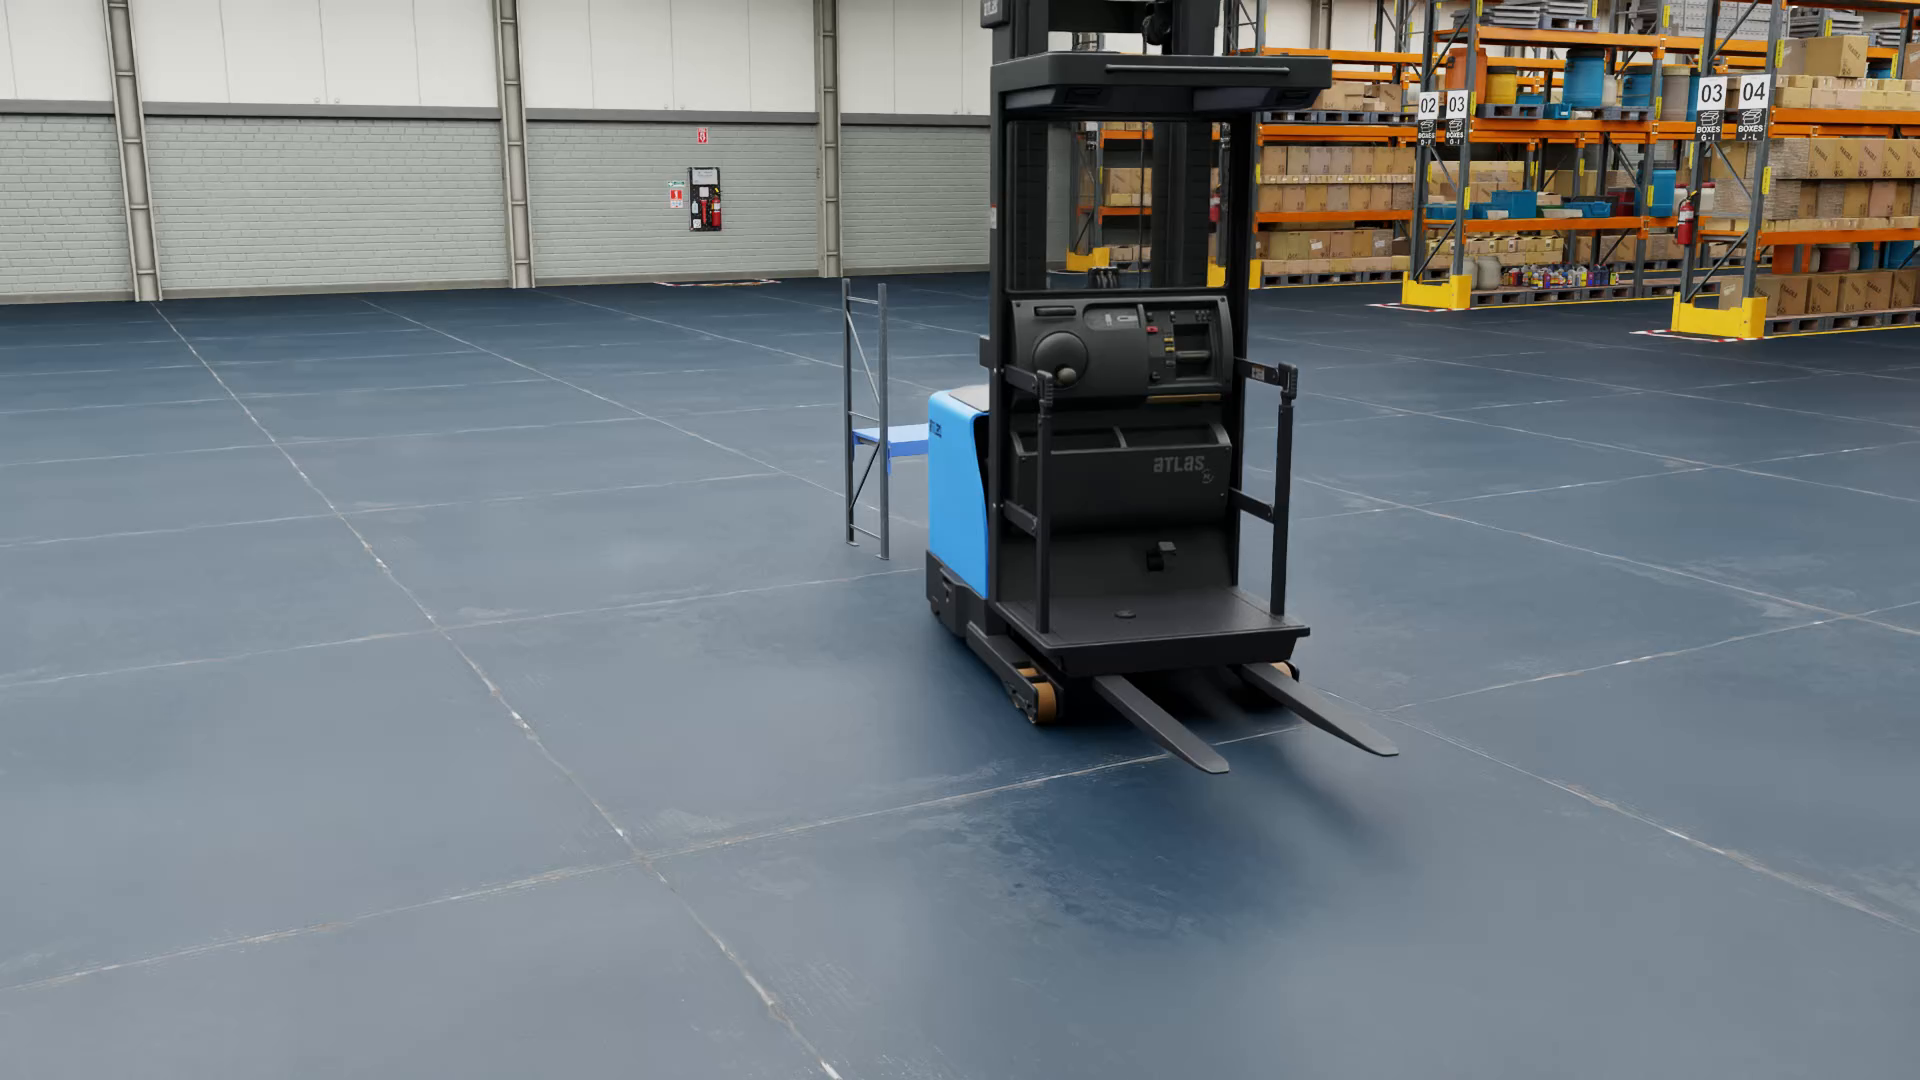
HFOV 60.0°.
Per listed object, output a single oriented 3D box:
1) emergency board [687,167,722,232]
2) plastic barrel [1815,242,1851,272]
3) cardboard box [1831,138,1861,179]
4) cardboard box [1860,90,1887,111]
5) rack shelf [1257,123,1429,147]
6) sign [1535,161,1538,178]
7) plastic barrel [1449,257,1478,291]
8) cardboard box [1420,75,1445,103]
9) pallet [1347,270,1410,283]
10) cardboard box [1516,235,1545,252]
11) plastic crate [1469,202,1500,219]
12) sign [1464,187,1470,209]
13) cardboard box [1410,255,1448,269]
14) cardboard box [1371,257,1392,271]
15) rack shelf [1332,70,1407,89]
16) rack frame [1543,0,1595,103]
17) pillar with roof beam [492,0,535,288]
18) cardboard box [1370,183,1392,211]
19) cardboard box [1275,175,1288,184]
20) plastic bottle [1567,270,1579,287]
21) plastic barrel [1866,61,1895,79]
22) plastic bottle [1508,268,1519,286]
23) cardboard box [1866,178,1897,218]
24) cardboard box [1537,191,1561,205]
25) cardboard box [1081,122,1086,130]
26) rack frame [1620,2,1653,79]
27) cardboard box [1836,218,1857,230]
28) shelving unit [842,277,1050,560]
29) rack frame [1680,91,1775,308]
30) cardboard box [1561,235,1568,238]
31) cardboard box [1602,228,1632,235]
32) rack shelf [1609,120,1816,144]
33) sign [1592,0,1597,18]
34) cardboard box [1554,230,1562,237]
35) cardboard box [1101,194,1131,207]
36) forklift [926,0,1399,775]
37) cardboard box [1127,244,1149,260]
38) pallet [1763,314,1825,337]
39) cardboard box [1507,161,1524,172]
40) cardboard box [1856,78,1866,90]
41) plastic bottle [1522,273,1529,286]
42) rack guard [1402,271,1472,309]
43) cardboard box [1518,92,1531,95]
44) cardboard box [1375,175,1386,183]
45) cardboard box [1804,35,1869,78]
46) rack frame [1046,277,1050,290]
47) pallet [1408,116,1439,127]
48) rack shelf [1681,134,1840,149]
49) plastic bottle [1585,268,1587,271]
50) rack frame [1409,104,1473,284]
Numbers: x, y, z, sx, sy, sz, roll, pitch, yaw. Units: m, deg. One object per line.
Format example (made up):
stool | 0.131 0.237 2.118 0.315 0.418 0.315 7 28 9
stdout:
emergency board | -4.705 -6.330 30.906 0.643 1.169 0.194 -7 14 -28
plastic barrel | 15.730 -5.108 30.011 0.708 0.588 0.600 -7 14 -28
cardboard box | 11.162 -4.901 21.373 0.500 0.500 0.500 -7 14 -28
cardboard box | 11.556 -5.664 21.454 0.500 0.250 0.500 -6 14 -26
rack shelf | 6.681 -7.342 30.210 4.000 0.370 1.077 -7 14 -28
sign | 11.679 -7.491 33.607 0.005 0.325 0.100 -7 14 -28
plastic barrel | 7.836 -4.140 25.882 0.421 0.512 0.421 0 13 0
cardboard box | 8.997 -8.459 31.208 0.500 0.500 0.500 -7 14 -27
pallet | 7.718 -5.004 31.365 1.213 0.211 1.003 -7 14 -28
cardboard box | 11.152 -5.840 32.755 0.500 0.311 0.500 -7 14 -29
plastic crate | 8.164 -5.170 26.087 0.408 0.251 0.499 -7 14 -28
sign | 7.555 -5.093 24.778 0.005 0.325 0.100 -7 14 -28
cardboard box | 8.909 -5.299 31.627 0.500 0.250 0.500 -7 15 -29
cardboard box | 7.690 -5.162 31.022 0.500 0.250 0.500 -7 14 -28
rack shelf | 7.815 -9.986 36.034 4.000 0.370 1.077 -7 14 -28
rack frame | 11.947 -9.788 32.606 0.127 3.000 1.000 -7 14 -28
pillar with roof beam | -5.722 -8.049 24.879 0.400 9.000 9.100 -7 14 -28
cardboard box | 7.590 -6.385 30.919 0.500 0.500 0.700 -7 14 -28
cardboard box | 5.603 -6.413 29.568 0.250 0.149 0.380 -7 15 -29
plastic bottle | 9.783 -4.177 26.541 0.135 0.276 0.152 -7 14 -27
plastic barrel | 16.403 -8.031 29.532 0.708 0.901 0.600 -7 14 -28
plastic bottle | 8.932 -4.249 26.861 0.135 0.276 0.152 -7 14 -27
cardboard box | 11.909 -4.572 22.186 0.500 0.500 0.875 -7 14 -28
cardboard box | 11.607 -6.788 33.142 0.500 0.311 0.500 -6 14 -24
cardboard box | 2.793 -8.589 33.835 0.500 0.500 0.500 -6 14 -24
rack frame | 16.592 -11.584 40.586 0.127 3.000 1.000 -7 14 -28
cardboard box | 11.396 -4.111 21.615 0.250 0.149 0.380 -7 14 -28
shelving unit | -0.075 -0.723 9.405 1.048 1.500 0.538 -7 14 -28
rack frame | 9.669 -4.110 21.041 0.127 3.000 1.000 -7 14 -28
cardboard box | 12.656 -6.000 34.129 0.500 0.500 0.500 -6 14 -26
cardboard box | 13.599 -6.481 34.559 0.500 0.250 0.500 -7 15 -29
rack shelf | 12.562 -6.808 27.836 4.000 0.370 1.077 -7 14 -28
sign | 12.216 -10.214 32.013 0.005 0.325 0.100 -7 14 -28
cardboard box | 14.229 -7.333 40.097 0.500 0.500 0.700 -7 14 -28
cardboard box | 3.129 -6.901 33.736 0.500 0.250 0.500 -7 15 -29
forklift | 0.721 -0.810 6.533 1.130 2.935 3.031 -3 13 -15
cardboard box | 3.699 -5.992 34.525 0.500 0.311 0.500 -6 14 -23
pallet | 10.465 -2.836 21.732 1.213 0.211 1.003 -7 14 -28
cardboard box | 12.794 -8.707 38.809 0.500 0.250 0.500 -6 14 -26
cardboard box | 11.376 -5.845 21.350 0.250 0.149 0.380 -7 14 -28
plastic bottle | 9.130 -4.206 26.836 0.097 0.201 0.097 0 13 0
rack guard | 7.340 -3.862 25.632 0.348 0.500 1.175 -7 14 -28
cardboard box | 13.583 -10.364 39.449 0.500 0.500 0.500 -7 14 -28
cardboard box | 7.624 -6.654 30.640 0.250 0.149 0.380 -7 14 -28
cardboard box | 11.101 -6.115 21.075 0.500 0.500 0.500 -7 14 -28
rack frame | 0.371 -0.776 9.642 0.032 1.500 0.500 -7 14 -28
pallet | 9.204 -7.906 31.510 1.217 0.209 0.805 -8 15 -30
rack shelf | 17.214 -8.605 35.819 4.000 0.370 1.077 -7 14 -28
plastic bottle | 10.118 -4.254 26.880 0.135 0.276 0.152 -7 14 -28
rack frame | 7.295 -5.065 25.282 0.127 3.000 1.000 -7 14 -28
